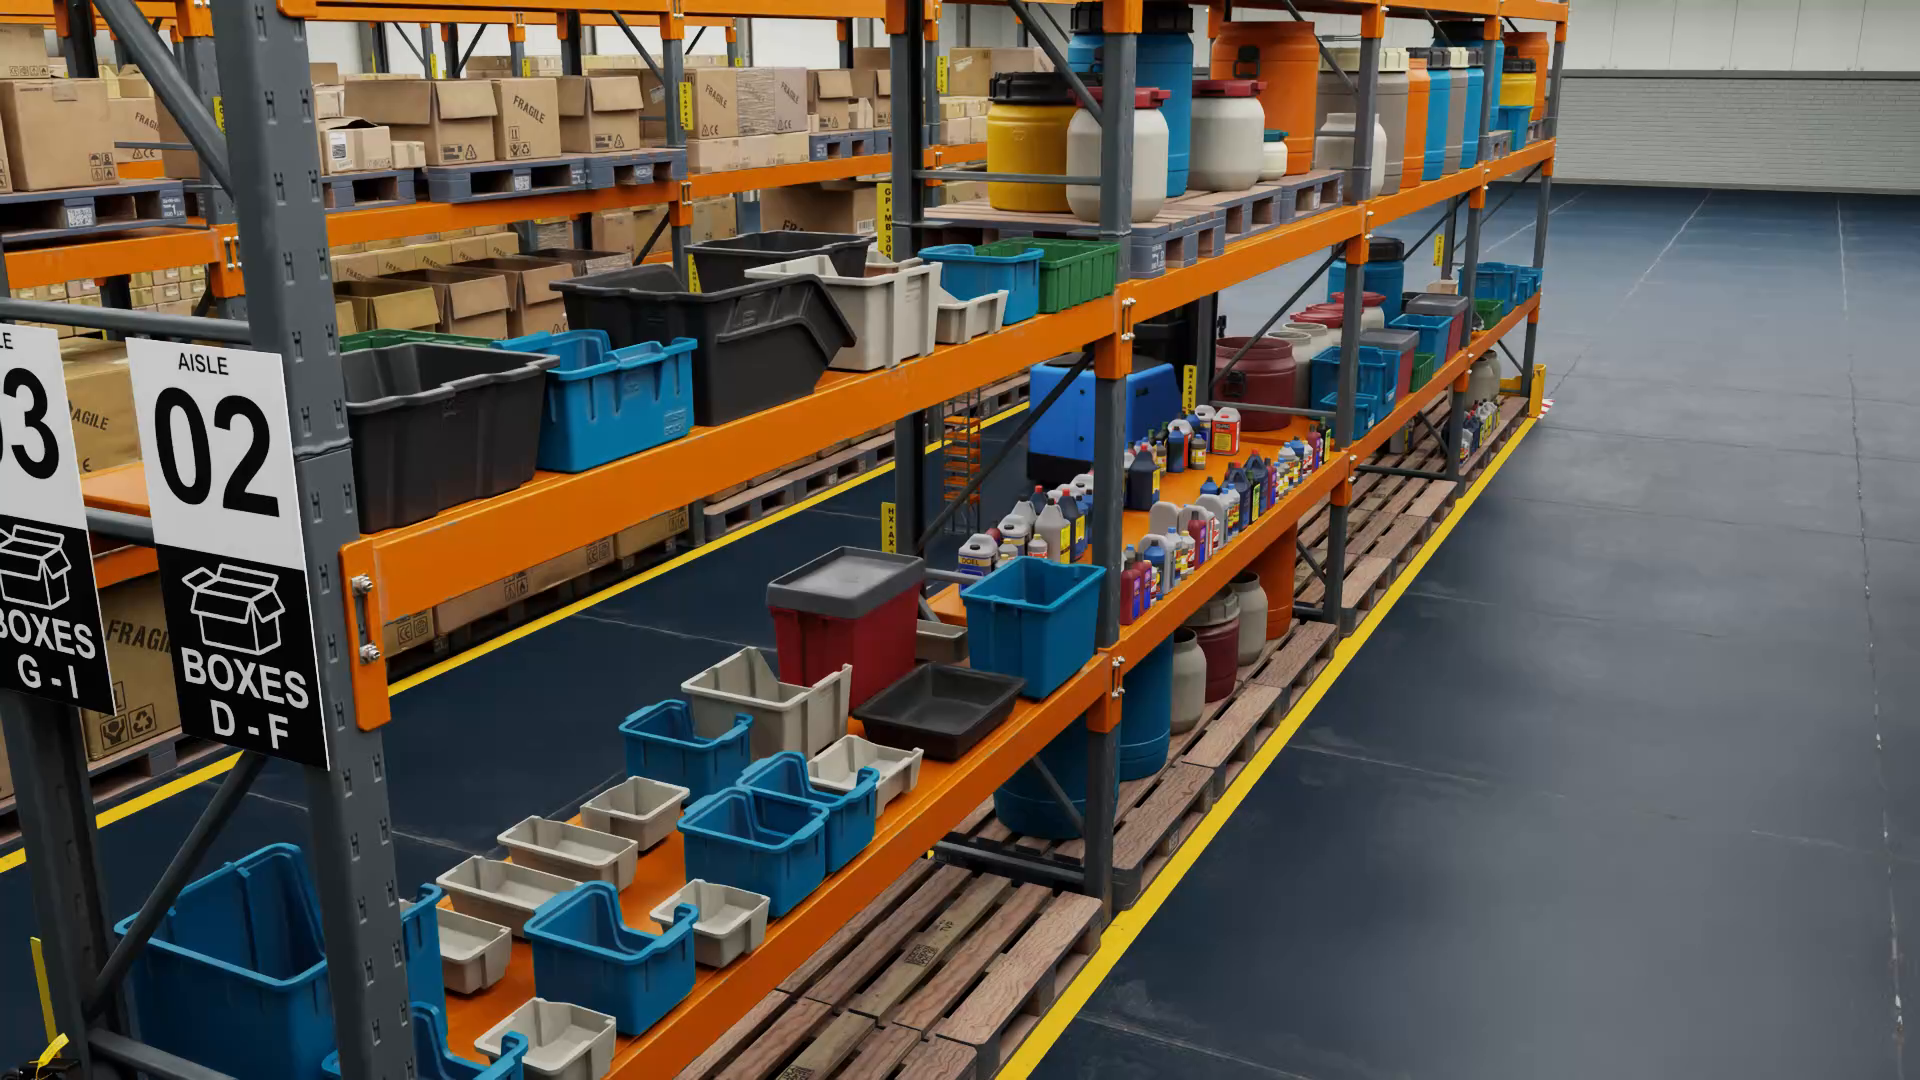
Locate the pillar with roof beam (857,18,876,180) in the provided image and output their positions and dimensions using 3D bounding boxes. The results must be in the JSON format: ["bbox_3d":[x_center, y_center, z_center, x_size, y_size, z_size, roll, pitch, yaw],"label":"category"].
[{"bbox_3d":[1.275,-13.756,43.534,9.100,9.000,0.400,8,18,25],"label":"pillar with roof beam"}]

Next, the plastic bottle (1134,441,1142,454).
[{"bbox_3d":[1.010,-0.426,9.416,0.097,0.271,0.097,0,17,0],"label":"plastic bottle"}]

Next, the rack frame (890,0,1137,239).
[{"bbox_3d":[0.194,-2.675,6.226,1.000,3.000,0.127,8,18,25],"label":"rack frame"}]

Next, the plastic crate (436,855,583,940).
[{"bbox_3d":[-1.248,1.015,4.698,0.396,0.136,0.243,8,18,25],"label":"plastic crate"}]

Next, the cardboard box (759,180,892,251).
[{"bbox_3d":[-1.142,-2.771,15.296,1.000,1.000,1.000,8,18,26],"label":"cardboard box"}]

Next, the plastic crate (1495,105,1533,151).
[{"bbox_3d":[4.974,-3.762,15.182,0.392,0.384,0.575,8,18,25],"label":"plastic crate"}]

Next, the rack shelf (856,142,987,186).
[{"bbox_3d":[0.232,-4.070,17.453,1.077,0.370,4.000,8,18,25],"label":"rack shelf"}]

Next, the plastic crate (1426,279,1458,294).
[{"bbox_3d":[4.869,-2.542,16.779,0.298,0.136,0.250,8,18,25],"label":"plastic crate"}]

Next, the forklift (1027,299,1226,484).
[{"bbox_3d":[1.826,-2.155,15.133,1.130,2.935,3.031,11,20,32],"label":"forklift"}]

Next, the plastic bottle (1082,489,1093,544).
[{"bbox_3d":[0.650,-0.124,8.399,0.097,0.271,0.097,0,17,0],"label":"plastic bottle"}]

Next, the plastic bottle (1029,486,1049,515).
[{"bbox_3d":[0.395,-0.098,8.174,0.144,0.351,0.185,8,18,25],"label":"plastic bottle"}]

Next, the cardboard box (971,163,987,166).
[{"bbox_3d":[0.406,-3.924,18.513,0.500,0.500,0.500,8,18,25],"label":"cardboard box"}]

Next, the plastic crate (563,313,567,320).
[{"bbox_3d":[-0.892,-0.650,5.139,0.437,0.136,0.530,8,18,25],"label":"plastic crate"}]

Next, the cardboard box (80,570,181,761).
[{"bbox_3d":[-4.603,0.546,8.913,0.875,0.875,0.875,8,18,25],"label":"cardboard box"}]

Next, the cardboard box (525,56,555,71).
[{"bbox_3d":[-4.587,-5.122,17.861,0.380,0.149,0.250,8,18,26],"label":"cardboard box"}]

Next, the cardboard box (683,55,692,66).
[{"bbox_3d":[-3.456,-5.768,20.035,0.380,0.149,0.250,8,19,26],"label":"cardboard box"}]

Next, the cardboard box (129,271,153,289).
[{"bbox_3d":[-6.882,-2.158,13.679,0.380,0.149,0.250,9,19,27],"label":"cardboard box"}]

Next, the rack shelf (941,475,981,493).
[{"bbox_3d":[0.006,-0.421,12.913,0.258,0.103,0.180,8,18,25],"label":"rack shelf"}]

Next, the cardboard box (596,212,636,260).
[{"bbox_3d":[-4.328,-3.557,19.468,0.875,0.550,0.550,8,18,25],"label":"cardboard box"}]

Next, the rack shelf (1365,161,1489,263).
[{"bbox_3d":[2.875,-2.421,11.901,1.077,0.370,4.000,8,18,25],"label":"rack shelf"}]

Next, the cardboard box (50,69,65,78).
[{"bbox_3d":[-7.499,-3.759,13.622,0.396,0.266,0.258,8,18,25],"label":"cardboard box"}]

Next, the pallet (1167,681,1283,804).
[{"bbox_3d":[1.120,1.034,9.171,1.003,0.211,1.213,8,18,25],"label":"pallet"}]

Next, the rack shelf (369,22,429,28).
[{"bbox_3d":[-8.634,-6.767,21.271,1.077,0.370,4.000,8,18,25],"label":"rack shelf"}]

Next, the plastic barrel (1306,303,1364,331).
[{"bbox_3d":[2.817,-1.499,12.566,0.433,0.535,0.433,0,17,0],"label":"plastic barrel"}]

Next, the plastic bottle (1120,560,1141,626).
[{"bbox_3d":[0.740,0.218,7.229,0.061,0.283,0.133,8,18,25],"label":"plastic bottle"}]

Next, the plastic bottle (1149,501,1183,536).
[{"bbox_3d":[1.019,-0.064,8.191,0.152,0.276,0.135,8,18,25],"label":"plastic bottle"}]

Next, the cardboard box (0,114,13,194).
[{"bbox_3d":[-4.777,-1.821,7.530,0.700,0.500,0.500,9,19,28],"label":"cardboard box"}]

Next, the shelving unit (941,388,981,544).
[{"bbox_3d":[0.006,-0.579,12.866,0.258,1.200,0.189,8,18,25],"label":"shelving unit"}]

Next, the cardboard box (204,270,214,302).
[{"bbox_3d":[-6.881,-2.302,15.331,0.500,0.500,0.500,8,18,25],"label":"cardboard box"}]

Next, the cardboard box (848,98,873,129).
[{"bbox_3d":[-0.993,-3.790,14.746,0.396,0.266,0.258,9,19,27],"label":"cardboard box"}]

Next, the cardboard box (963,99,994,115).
[{"bbox_3d":[0.225,-4.335,16.648,0.380,0.149,0.250,8,18,24],"label":"cardboard box"}]

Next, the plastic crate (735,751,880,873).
[{"bbox_3d":[-0.466,0.838,5.122,0.416,0.233,0.300,8,18,25],"label":"plastic crate"}]

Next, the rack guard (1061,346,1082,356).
[{"bbox_3d":[1.091,-2.268,19.784,1.175,0.500,0.348,8,18,25],"label":"rack guard"}]

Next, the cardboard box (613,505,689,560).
[{"bbox_3d":[-2.776,-0.458,12.292,1.225,0.875,0.875,7,18,23],"label":"cardboard box"}]

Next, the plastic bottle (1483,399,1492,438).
[{"bbox_3d":[4.858,-1.135,15.456,0.144,0.351,0.185,9,19,28],"label":"plastic bottle"}]

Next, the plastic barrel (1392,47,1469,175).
[{"bbox_3d":[3.444,-3.191,12.353,0.600,0.901,0.600,0,17,0],"label":"plastic barrel"}]

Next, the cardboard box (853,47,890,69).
[{"bbox_3d":[-0.689,-4.482,16.003,0.500,0.500,0.500,8,18,24],"label":"cardboard box"}]

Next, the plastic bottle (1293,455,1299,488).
[{"bbox_3d":[1.881,-0.405,9.470,0.097,0.201,0.097,0,17,0],"label":"plastic bottle"}]

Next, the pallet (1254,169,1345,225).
[{"bbox_3d":[1.552,-1.983,9.496,1.003,0.211,1.213,8,18,25],"label":"pallet"}]

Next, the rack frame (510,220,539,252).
[{"bbox_3d":[-5.054,-3.124,18.274,1.000,3.000,0.127,8,18,25],"label":"rack frame"}]

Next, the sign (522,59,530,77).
[{"bbox_3d":[-4.564,-4.894,17.504,0.100,0.325,0.005,8,18,25],"label":"sign"}]

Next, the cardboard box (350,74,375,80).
[{"bbox_3d":[-8.034,-6.137,22.190,0.380,0.149,0.250,8,18,26],"label":"cardboard box"}]

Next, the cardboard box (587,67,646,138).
[{"bbox_3d":[-2.460,-3.327,12.636,0.500,0.500,0.500,9,19,27],"label":"cardboard box"}]

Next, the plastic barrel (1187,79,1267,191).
[{"bbox_3d":[1.324,-2.052,8.419,0.433,0.535,0.433,0,17,0],"label":"plastic barrel"}]

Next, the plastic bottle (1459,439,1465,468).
[{"bbox_3d":[4.303,-0.765,14.352,0.097,0.271,0.097,0,17,0],"label":"plastic bottle"}]

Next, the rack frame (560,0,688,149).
[{"bbox_3d":[-2.449,-4.324,11.778,1.000,3.000,0.127,8,18,25],"label":"rack frame"}]

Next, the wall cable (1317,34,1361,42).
[{"bbox_3d":[11.090,-16.833,47.919,2.305,6.003,0.169,8,18,25],"label":"wall cable"}]

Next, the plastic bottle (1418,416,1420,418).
[{"bbox_3d":[4.467,-1.337,16.276,0.097,0.271,0.097,0,17,0],"label":"plastic bottle"}]

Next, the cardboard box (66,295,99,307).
[{"bbox_3d":[-7.114,-1.882,13.275,0.380,0.149,0.250,8,18,25],"label":"cardboard box"}]

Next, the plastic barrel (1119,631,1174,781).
[{"bbox_3d":[0.769,0.689,8.386,0.600,0.901,0.708,8,18,25],"label":"plastic barrel"}]

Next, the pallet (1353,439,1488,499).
[{"bbox_3d":[4.106,-0.666,14.896,1.003,0.211,1.213,8,18,25],"label":"pallet"}]

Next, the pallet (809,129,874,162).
[{"bbox_3d":[-1.494,-3.407,14.288,1.213,0.211,1.003,8,18,25],"label":"pallet"}]

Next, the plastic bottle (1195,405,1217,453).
[{"bbox_3d":[1.499,-0.690,10.296,0.152,0.276,0.135,8,18,25],"label":"plastic bottle"}]

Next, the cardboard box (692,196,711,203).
[{"bbox_3d":[-3.631,-4.491,20.716,0.875,0.550,0.550,8,18,25],"label":"cardboard box"}]
